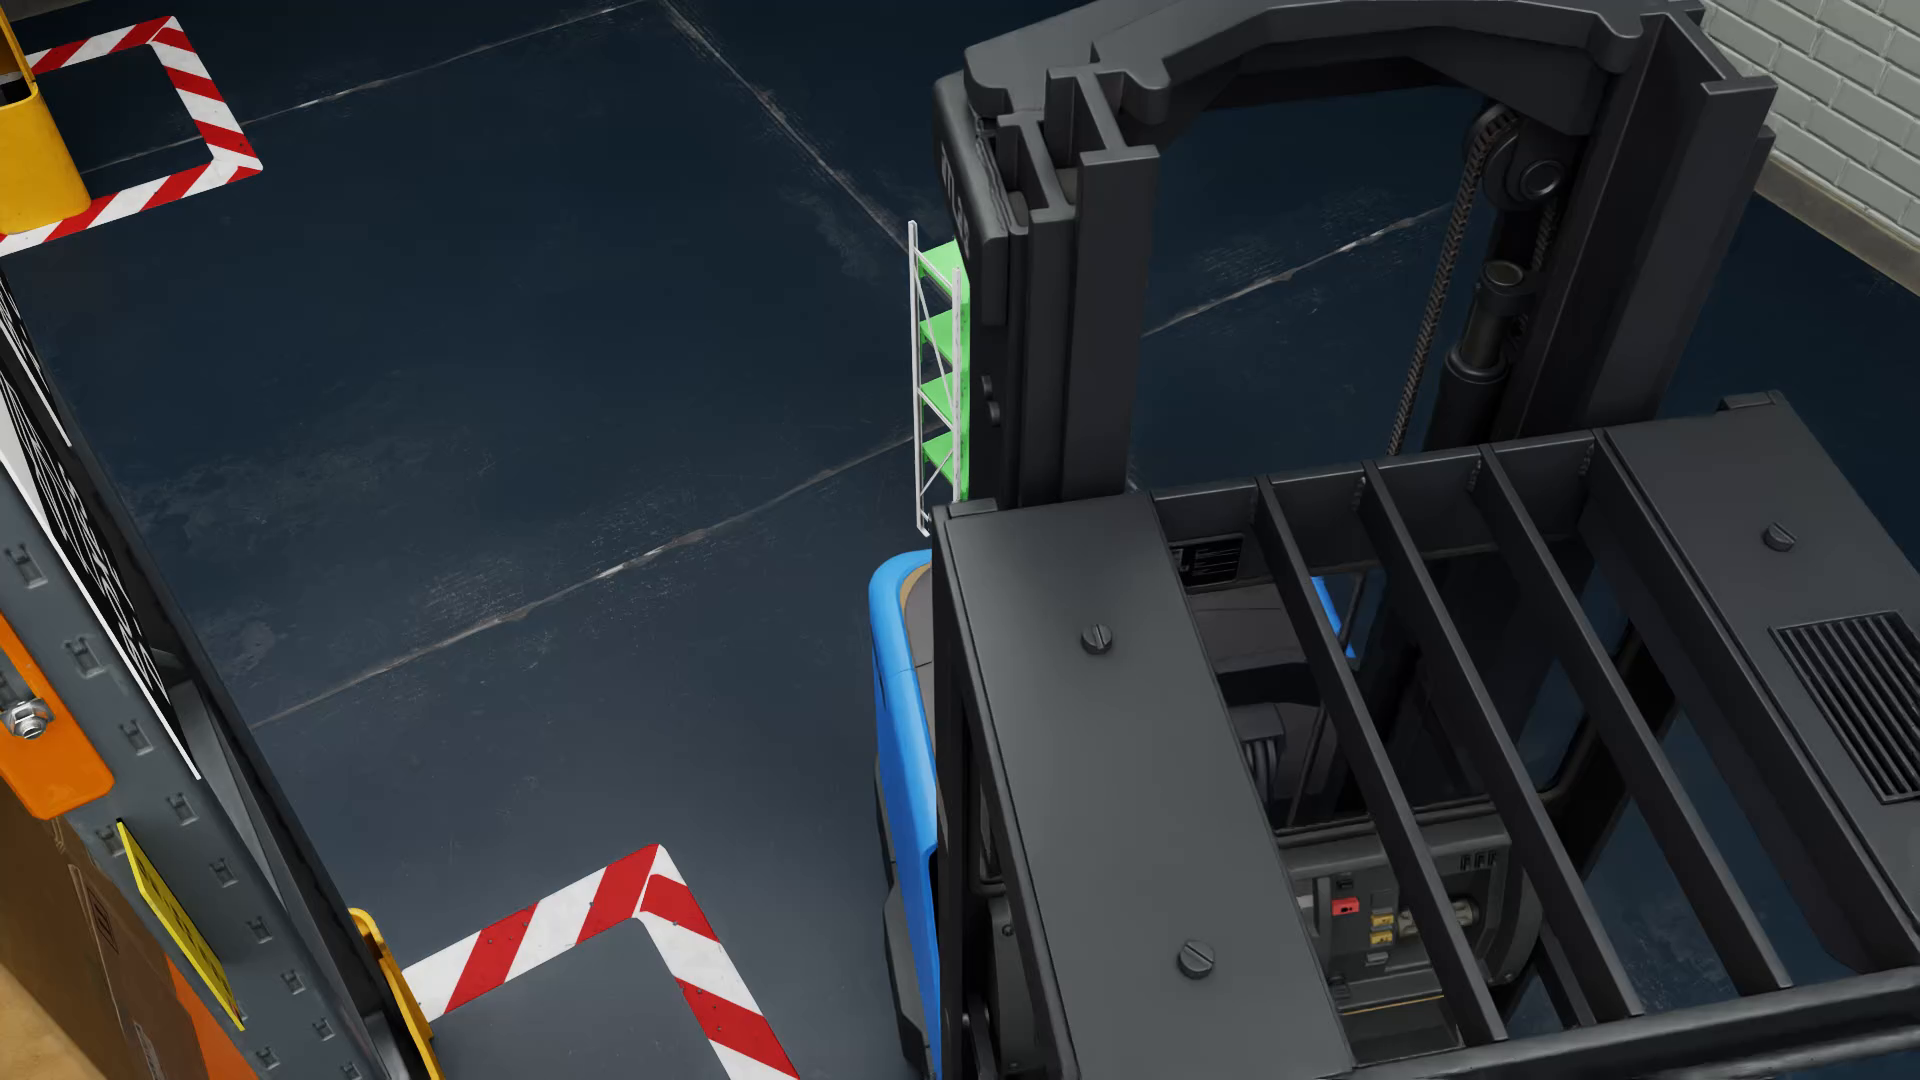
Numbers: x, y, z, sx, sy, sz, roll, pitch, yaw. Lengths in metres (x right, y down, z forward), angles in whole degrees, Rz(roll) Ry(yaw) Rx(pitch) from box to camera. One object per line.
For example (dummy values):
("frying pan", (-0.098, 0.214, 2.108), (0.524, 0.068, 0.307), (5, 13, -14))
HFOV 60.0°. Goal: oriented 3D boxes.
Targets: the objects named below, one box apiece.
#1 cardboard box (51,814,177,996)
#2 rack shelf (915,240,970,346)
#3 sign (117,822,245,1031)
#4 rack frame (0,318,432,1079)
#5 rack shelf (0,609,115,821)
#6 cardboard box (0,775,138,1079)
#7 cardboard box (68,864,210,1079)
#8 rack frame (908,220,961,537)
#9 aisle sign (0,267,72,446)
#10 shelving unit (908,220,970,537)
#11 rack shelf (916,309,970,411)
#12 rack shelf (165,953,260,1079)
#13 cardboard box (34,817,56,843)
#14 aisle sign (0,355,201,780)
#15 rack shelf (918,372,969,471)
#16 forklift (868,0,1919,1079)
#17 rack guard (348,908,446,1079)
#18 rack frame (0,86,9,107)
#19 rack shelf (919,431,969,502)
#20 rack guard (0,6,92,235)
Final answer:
("cardboard box", (-1.665, 0.547, 2.687), (0.500, 0.500, 0.500), (-24, 53, -20))
("rack shelf", (0.140, -0.742, 4.550), (0.480, 0.148, 0.258), (-25, 53, -21))
("sign", (-0.870, 0.439, 1.864), (0.005, 0.325, 0.100), (-25, 53, -21))
("rack frame", (-1.149, 0.570, 2.733), (0.127, 3.000, 1.000), (-25, 53, -21))
("rack shelf", (-2.840, 0.609, 1.172), (4.000, 0.370, 1.077), (-25, 53, -21))
("cardboard box", (-1.378, 0.556, 2.010), (0.500, 0.500, 0.500), (-26, 53, -21))
("cardboard box", (-1.382, 0.888, 2.384), (0.500, 0.500, 0.500), (-24, 52, -20))
("rack frame", (-0.066, -0.368, 4.774), (0.015, 1.200, 0.240), (-25, 53, -21))
("aisle sign", (-1.248, -0.507, 1.952), (0.004, 0.787, 0.394), (-25, 53, -21))
("shelving unit", (0.140, -0.465, 4.861), (0.503, 1.200, 0.258), (-25, 53, -21))
("rack shelf", (0.140, -0.582, 4.729), (0.480, 0.148, 0.258), (-25, 53, -21))
("rack shelf", (-2.840, 1.607, 2.292), (4.000, 0.370, 1.077), (-25, 53, -21))
("cardboard box", (-1.665, 0.215, 2.314), (0.500, 0.500, 0.500), (-24, 52, -20))
("aisle sign", (-0.928, -0.128, 1.614), (0.004, 0.787, 0.394), (-25, 53, -21))
("rack shelf", (0.140, -0.422, 4.908), (0.480, 0.148, 0.258), (-25, 53, -21))
("forklift", (0.554, 0.793, 2.581), (1.130, 2.935, 3.031), (-8, 49, -7))
("rack guard", (-1.213, 1.432, 3.640), (0.348, 0.500, 1.175), (-25, 53, -21))
("rack frame", (-3.795, -2.557, 5.518), (0.127, 3.000, 1.000), (-25, 53, -21))
("rack shelf", (0.140, -0.263, 5.088), (0.480, 0.148, 0.258), (-25, 53, -21))
("rack guard", (-3.775, -1.735, 6.460), (0.348, 0.500, 1.175), (-25, 53, -21))
